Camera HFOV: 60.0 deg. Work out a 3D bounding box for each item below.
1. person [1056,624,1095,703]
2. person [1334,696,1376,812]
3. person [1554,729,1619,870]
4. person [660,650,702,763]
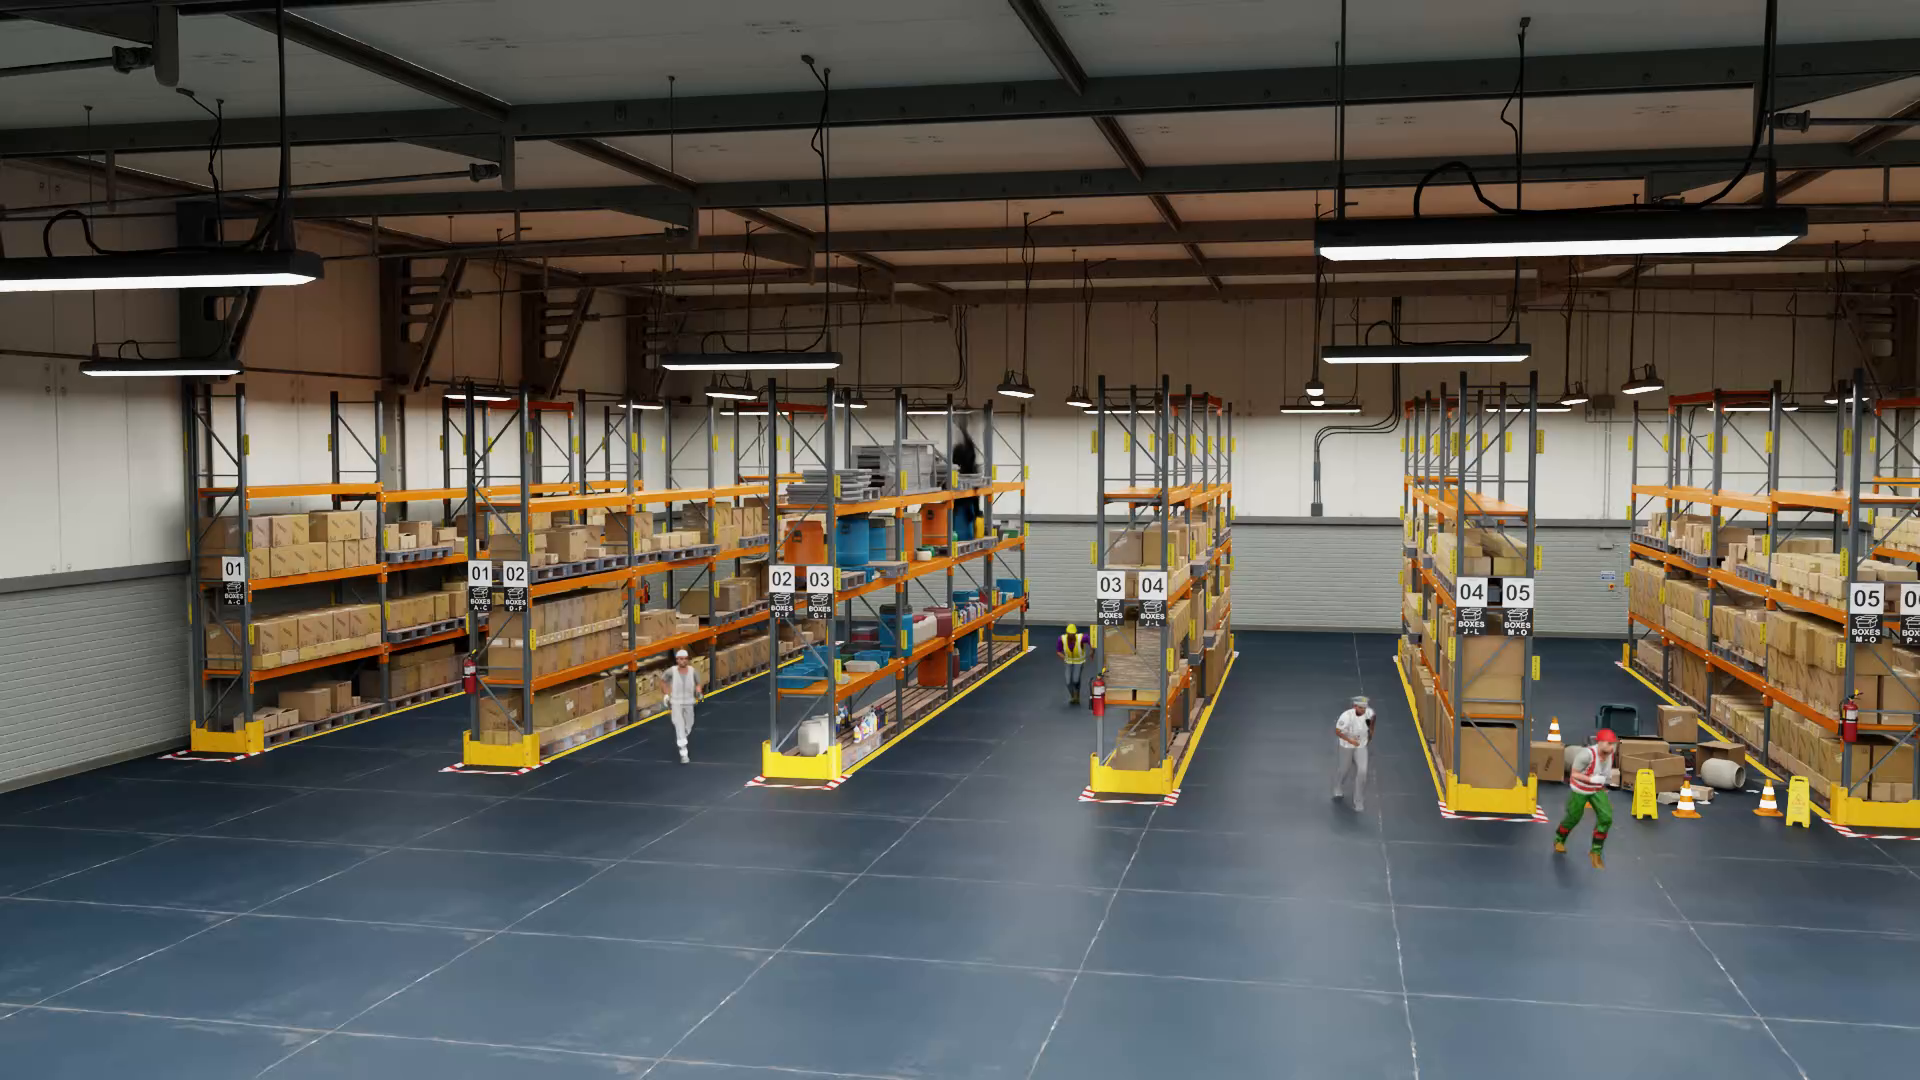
[{"bbox_3d":[2.217,2.382,31.875,0.735,1.587,0.862,1,3,12],"label":"person"},{"bbox_3d":[5.445,2.918,23.093,0.617,1.625,0.986,0,3,-8],"label":"person"},{"bbox_3d":[7.493,3.055,19.874,0.707,1.714,1.018,-1,3,-18],"label":"person"},{"bbox_3d":[-4.442,2.611,26.480,0.636,1.766,0.908,-1,3,-20],"label":"person"}]
